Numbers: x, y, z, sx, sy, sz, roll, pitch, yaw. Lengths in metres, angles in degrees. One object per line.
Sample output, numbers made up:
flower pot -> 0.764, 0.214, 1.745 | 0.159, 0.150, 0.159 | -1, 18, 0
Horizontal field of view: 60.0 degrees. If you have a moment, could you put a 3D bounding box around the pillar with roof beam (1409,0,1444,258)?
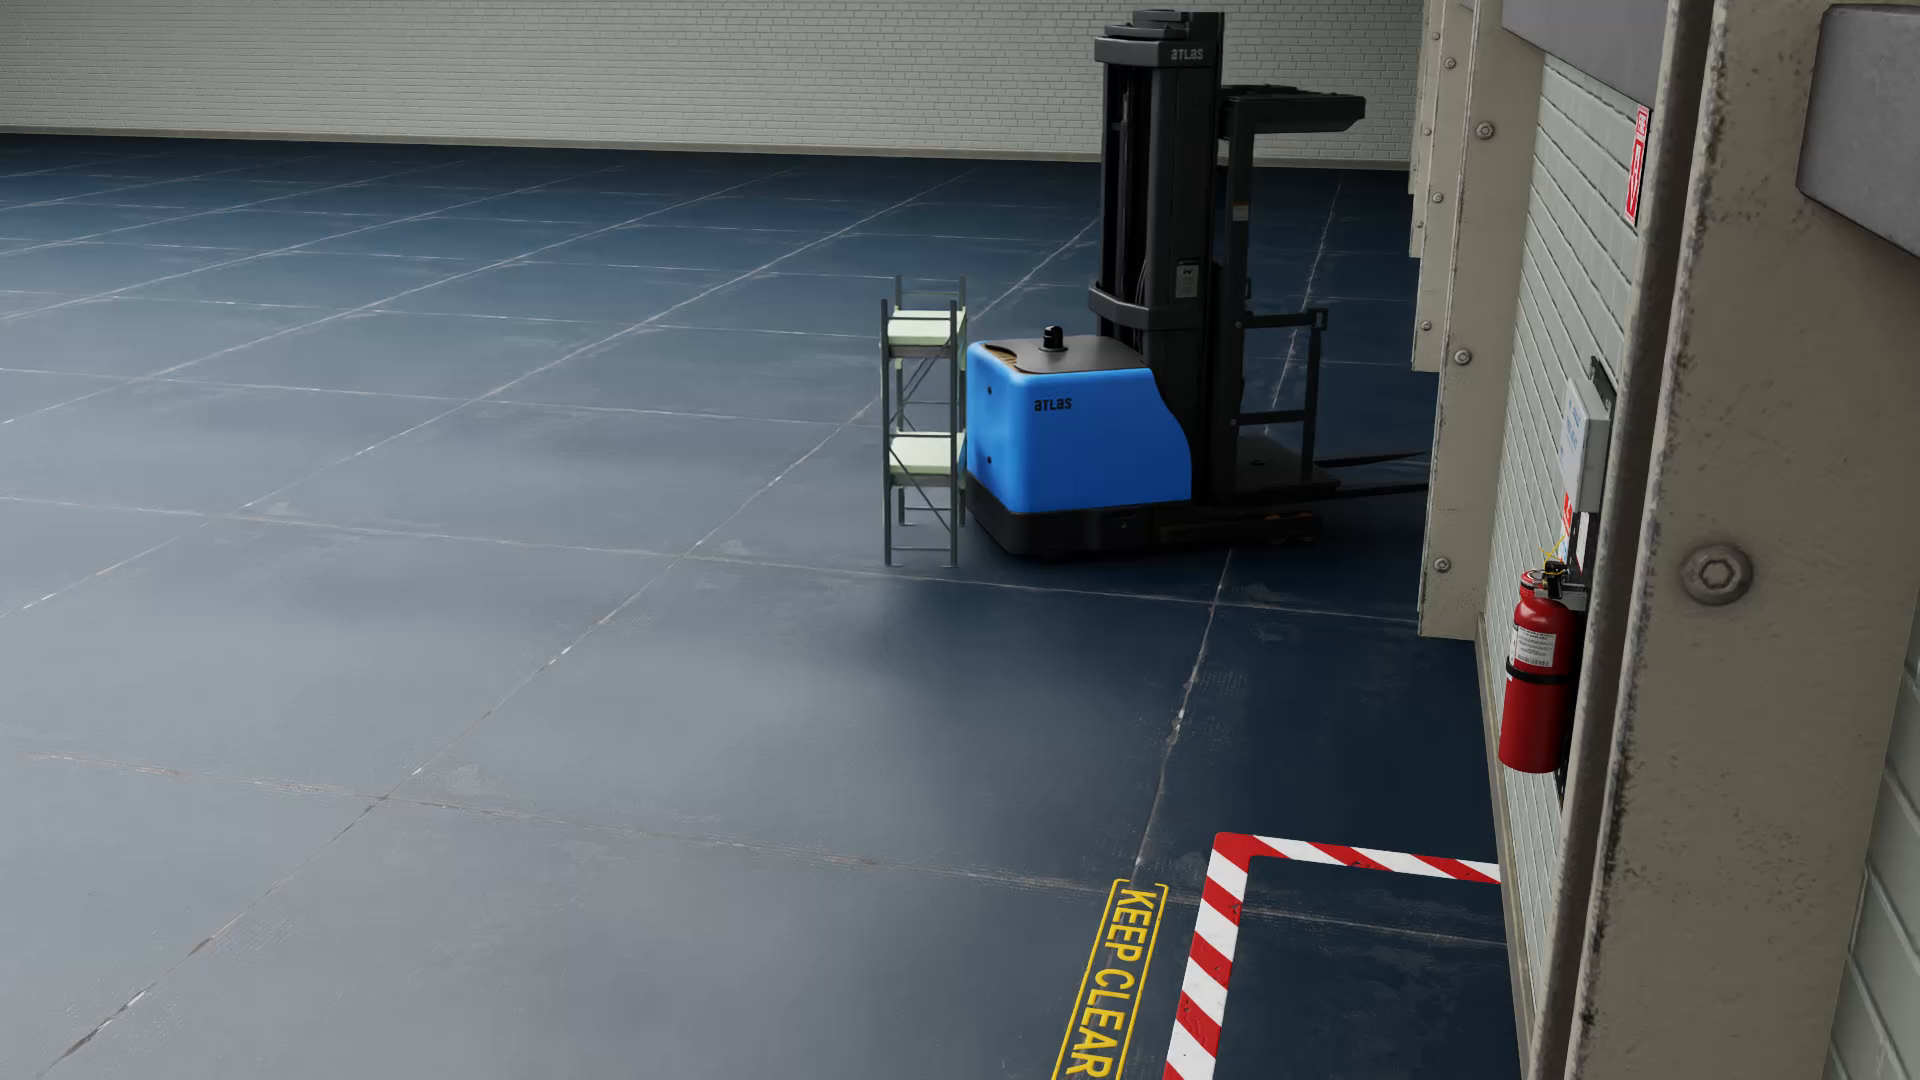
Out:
pillar with roof beam -> 1.240, -7.933, 18.992 | 9.100, 9.000, 0.400 | 5, 19, 13

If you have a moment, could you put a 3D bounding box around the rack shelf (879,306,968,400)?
rack shelf -> -0.193, -1.045, 9.221 | 0.431, 0.370, 0.720 | 1, 19, 4

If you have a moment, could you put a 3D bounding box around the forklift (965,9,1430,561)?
forklift -> 1.603, -1.521, 9.606 | 3.031, 2.935, 1.130 | -5, 20, -15

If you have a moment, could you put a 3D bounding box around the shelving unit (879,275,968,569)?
shelving unit -> -0.193, -0.676, 9.347 | 0.431, 1.500, 0.755 | 1, 19, 4

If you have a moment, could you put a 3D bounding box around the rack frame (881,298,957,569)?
rack frame -> -0.218, -0.558, 9.001 | 0.400, 1.500, 0.023 | 1, 19, 4

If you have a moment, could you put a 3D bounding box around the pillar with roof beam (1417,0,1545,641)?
pillar with roof beam -> -1.692, -4.172, 7.980 | 9.100, 9.000, 0.400 | 5, 19, 13

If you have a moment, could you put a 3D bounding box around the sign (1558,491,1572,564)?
sign -> 1.893, -0.066, 5.185 | 0.001, 0.329, 0.234 | 5, 19, 13

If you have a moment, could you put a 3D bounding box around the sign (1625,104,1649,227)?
sign -> 1.756, -0.976, 4.317 | 0.001, 0.298, 0.199 | 5, 19, 13

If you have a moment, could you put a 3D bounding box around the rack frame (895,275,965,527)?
rack frame -> -0.169, -0.794, 9.692 | 0.400, 1.500, 0.023 | 1, 19, 4

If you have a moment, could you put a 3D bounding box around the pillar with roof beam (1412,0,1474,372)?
pillar with roof beam -> -0.226, -6.053, 13.486 | 9.100, 9.000, 0.400 | 5, 19, 13

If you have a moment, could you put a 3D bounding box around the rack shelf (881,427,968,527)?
rack shelf -> -0.193, -0.368, 9.452 | 0.431, 0.370, 0.720 | 1, 19, 4

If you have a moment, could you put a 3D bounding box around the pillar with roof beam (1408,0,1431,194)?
pillar with roof beam -> 2.706, -9.814, 24.497 | 9.100, 9.000, 0.400 | 5, 19, 13

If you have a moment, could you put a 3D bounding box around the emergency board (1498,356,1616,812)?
emergency board -> 1.658, 0.116, 4.707 | 0.194, 1.169, 0.643 | 5, 19, 13
